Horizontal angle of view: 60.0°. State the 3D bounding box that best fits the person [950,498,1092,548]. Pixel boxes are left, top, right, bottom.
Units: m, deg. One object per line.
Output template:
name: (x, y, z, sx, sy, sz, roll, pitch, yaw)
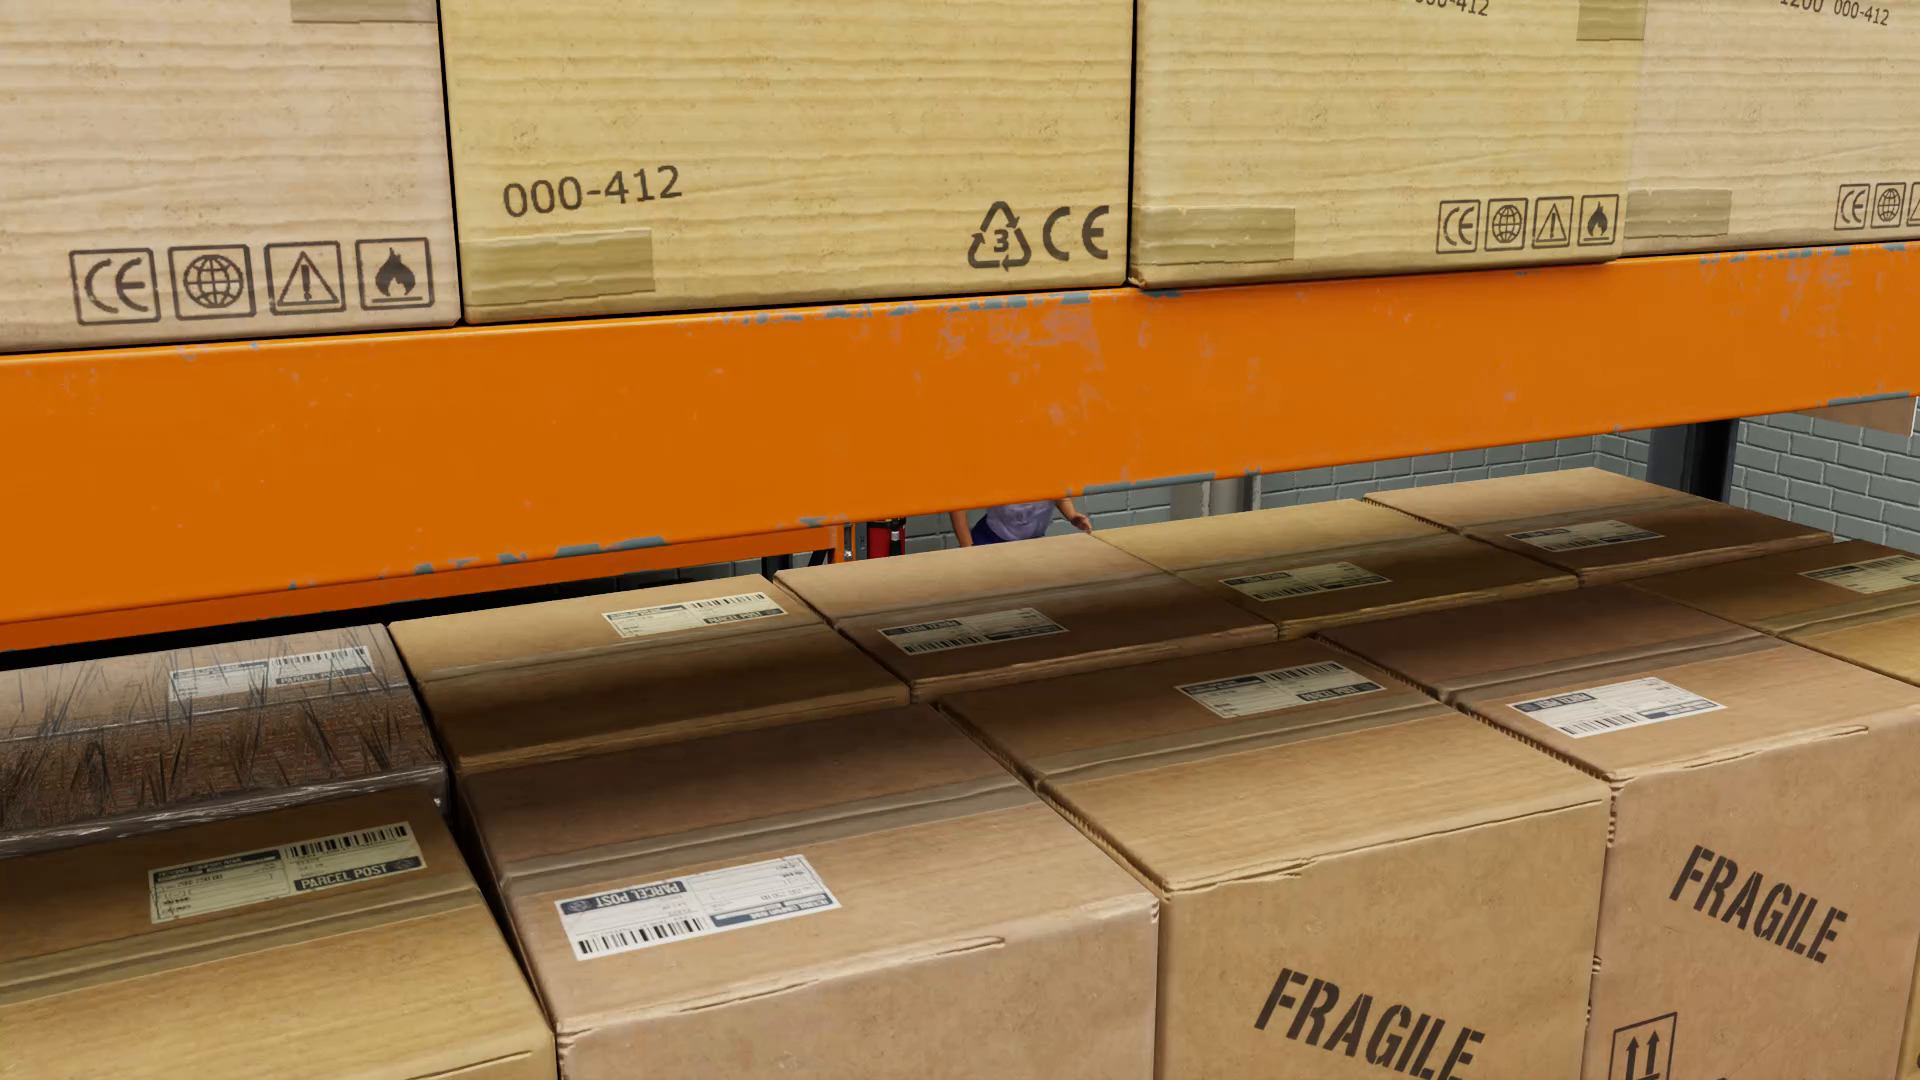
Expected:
person: (0.267, 0.083, 7.930, 0.822, 1.585, 0.644, 10, 18, 32)
